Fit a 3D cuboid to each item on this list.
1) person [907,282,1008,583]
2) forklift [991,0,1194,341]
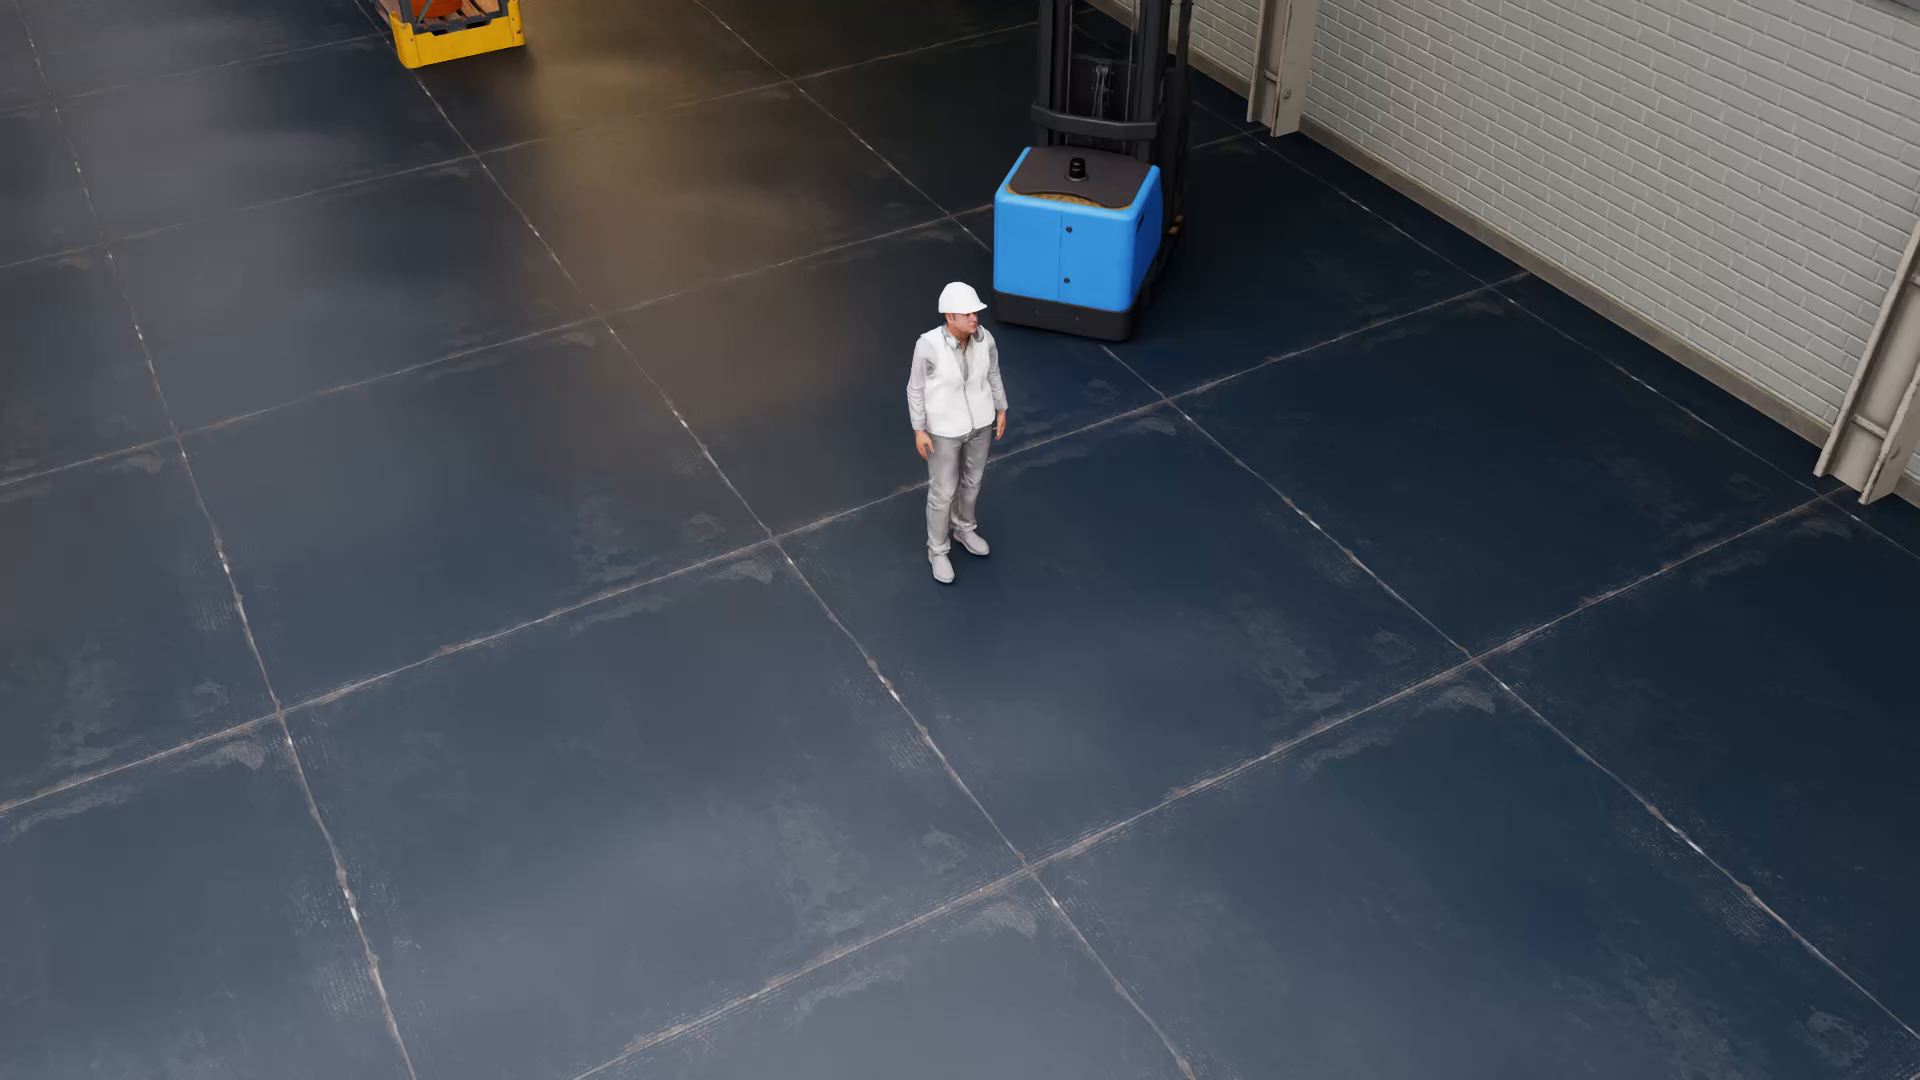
[{"bbox_3d":[0.024,-0.652,9.717,0.632,1.773,0.568,-20,44,-23],"label":"person"},{"bbox_3d":[1.170,-3.506,12.263,1.130,2.935,3.031,12,41,14],"label":"forklift"}]
